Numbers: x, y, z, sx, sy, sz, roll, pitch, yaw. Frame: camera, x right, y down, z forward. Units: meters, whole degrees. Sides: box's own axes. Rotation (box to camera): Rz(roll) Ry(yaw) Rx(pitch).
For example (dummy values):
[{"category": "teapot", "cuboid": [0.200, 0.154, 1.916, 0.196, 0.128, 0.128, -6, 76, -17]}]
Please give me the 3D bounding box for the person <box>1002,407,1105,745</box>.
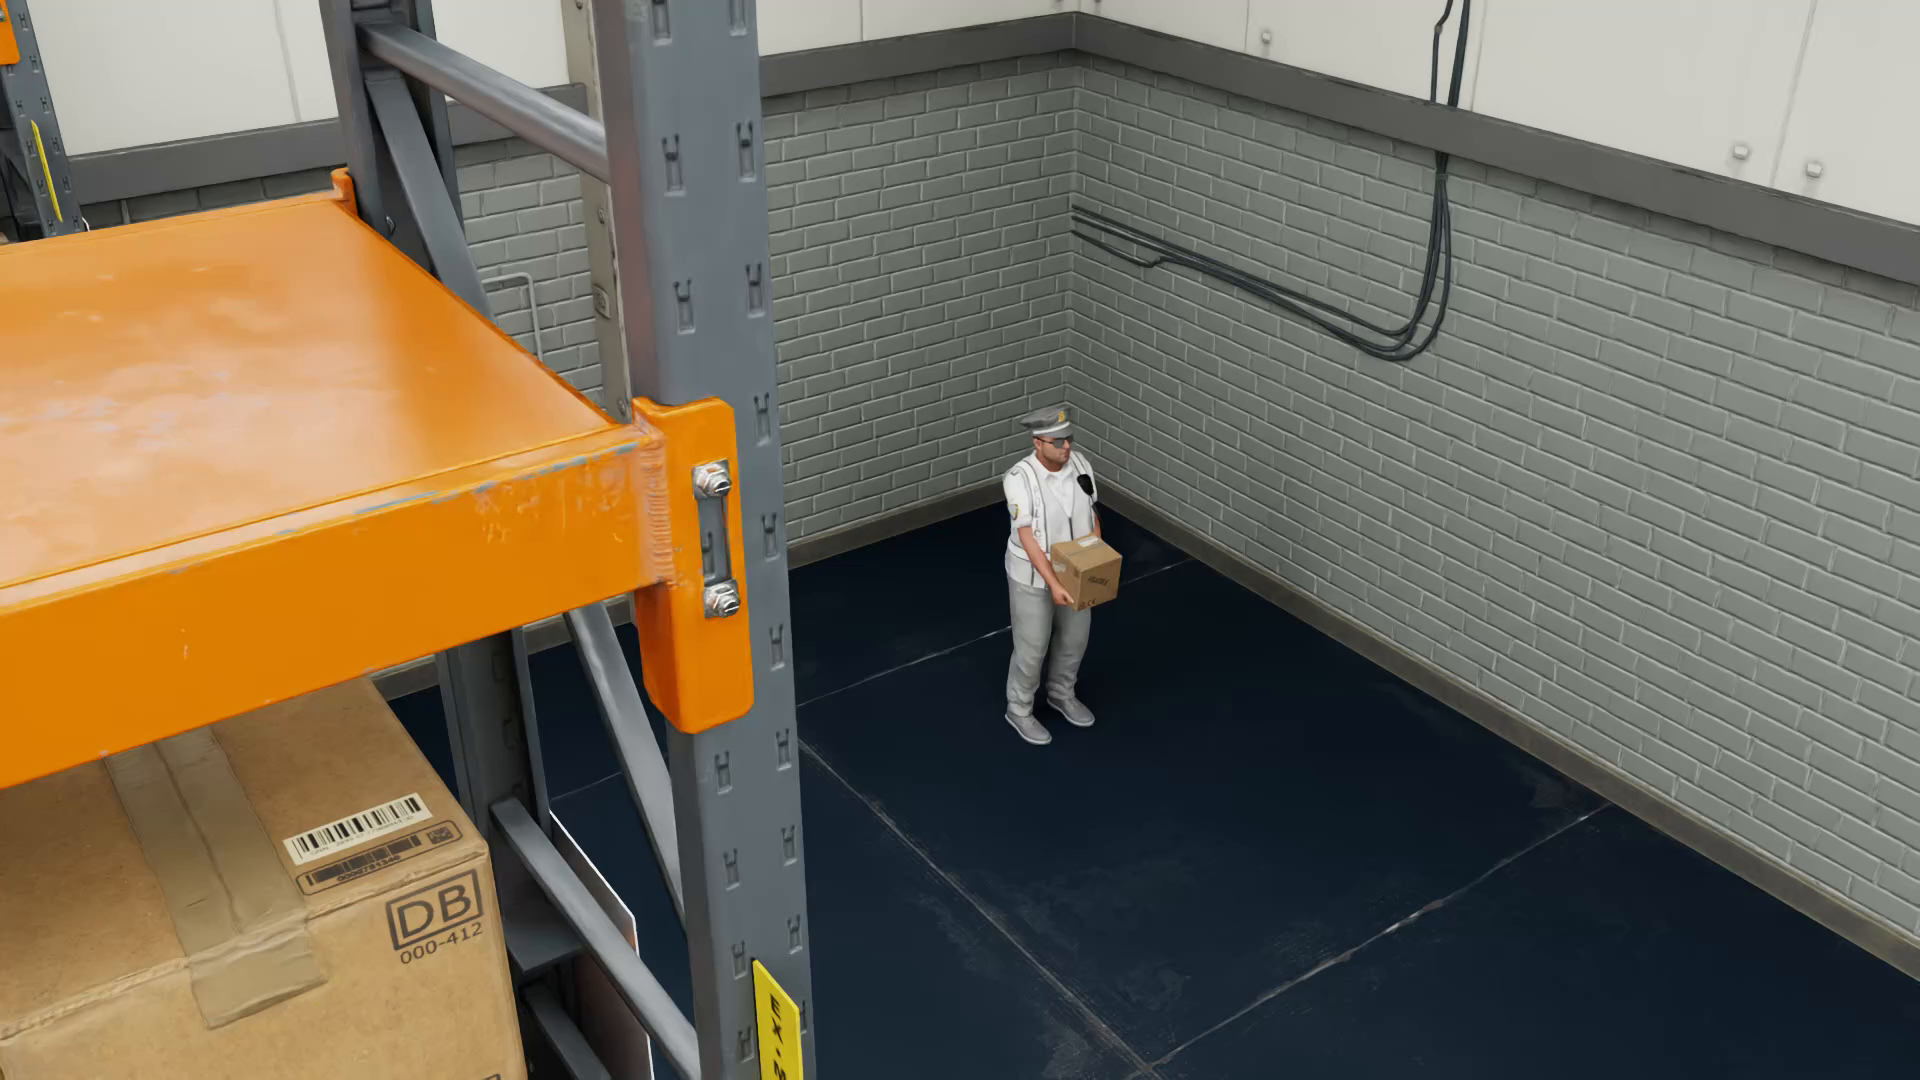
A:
[{"category": "person", "cuboid": [0.505, 0.189, 8.251, 0.494, 1.767, 0.563, -18, 33, -30]}]
